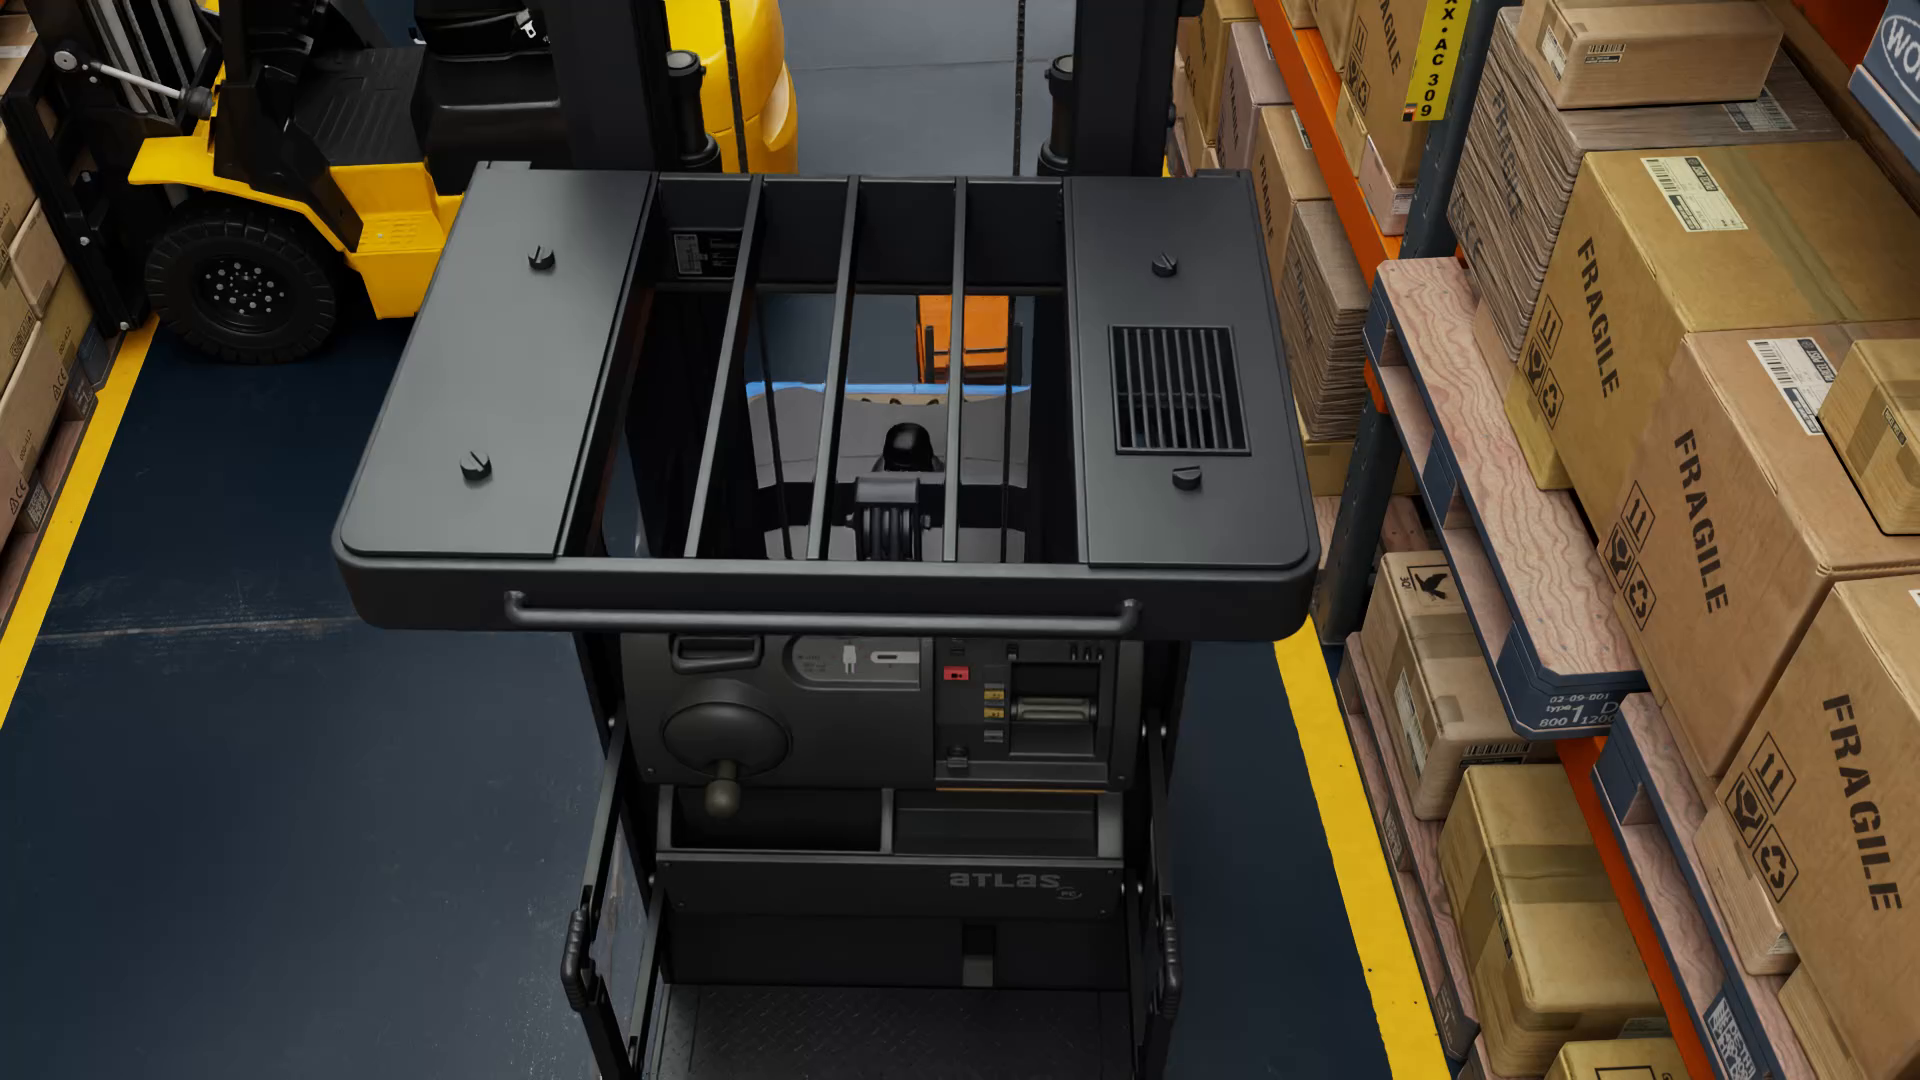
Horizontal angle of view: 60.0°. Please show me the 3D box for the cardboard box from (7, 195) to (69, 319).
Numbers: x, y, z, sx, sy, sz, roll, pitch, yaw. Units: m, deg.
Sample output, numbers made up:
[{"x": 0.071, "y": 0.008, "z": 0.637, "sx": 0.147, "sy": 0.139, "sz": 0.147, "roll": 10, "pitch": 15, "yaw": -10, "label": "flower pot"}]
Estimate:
[{"x": -3.183, "y": -0.950, "z": 5.344, "sx": 0.500, "sy": 0.250, "sz": 0.500, "roll": -4, "pitch": 47, "yaw": -4, "label": "cardboard box"}]

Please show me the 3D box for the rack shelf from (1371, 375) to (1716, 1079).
[{"x": 1.738, "y": 0.908, "z": 2.819, "sx": 1.077, "sy": 0.370, "sz": 4.000, "roll": -3, "pitch": 47, "yaw": -3, "label": "rack shelf"}]

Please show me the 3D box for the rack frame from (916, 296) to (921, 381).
[{"x": -0.003, "y": -0.475, "z": 4.873, "sx": 0.240, "sy": 1.200, "sz": 0.015, "roll": -3, "pitch": 47, "yaw": -3, "label": "rack frame"}]

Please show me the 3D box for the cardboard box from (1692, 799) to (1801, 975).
[{"x": 1.383, "y": 0.520, "z": 2.576, "sx": 0.380, "sy": 0.149, "sz": 0.250, "roll": -2, "pitch": 47, "yaw": -2, "label": "cardboard box"}]

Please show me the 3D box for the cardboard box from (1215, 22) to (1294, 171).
[{"x": 1.165, "y": -1.392, "z": 5.590, "sx": 0.500, "sy": 0.500, "sz": 0.500, "roll": -1, "pitch": 47, "yaw": -1, "label": "cardboard box"}]

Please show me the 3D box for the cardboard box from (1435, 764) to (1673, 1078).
[{"x": 1.681, "y": 0.872, "z": 3.878, "sx": 0.950, "sy": 0.372, "sz": 0.625, "roll": -1, "pitch": 47, "yaw": -1, "label": "cardboard box"}]

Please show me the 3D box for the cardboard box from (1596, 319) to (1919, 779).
[{"x": 1.394, "y": 0.010, "z": 2.611, "sx": 0.500, "sy": 0.500, "sz": 0.500, "roll": -4, "pitch": 47, "yaw": -4, "label": "cardboard box"}]

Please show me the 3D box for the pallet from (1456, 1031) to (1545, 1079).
[{"x": 1.742, "y": 1.621, "z": 3.570, "sx": 1.003, "sy": 0.211, "sz": 1.213, "roll": -3, "pitch": 47, "yaw": -3, "label": "pallet"}]

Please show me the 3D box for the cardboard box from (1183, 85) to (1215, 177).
[{"x": 1.121, "y": -1.515, "z": 6.223, "sx": 0.500, "sy": 0.250, "sz": 0.500, "roll": -1, "pitch": 47, "yaw": -1, "label": "cardboard box"}]

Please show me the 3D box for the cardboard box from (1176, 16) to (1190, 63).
[{"x": 1.078, "y": -2.141, "z": 6.300, "sx": 0.500, "sy": 0.500, "sz": 0.500, "roll": -5, "pitch": 47, "yaw": -5, "label": "cardboard box"}]

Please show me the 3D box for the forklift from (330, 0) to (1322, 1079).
[{"x": -0.141, "y": 0.405, "z": 2.847, "sx": 1.130, "sy": 2.935, "sz": 3.031, "roll": 1, "pitch": 47, "yaw": 1, "label": "forklift"}]

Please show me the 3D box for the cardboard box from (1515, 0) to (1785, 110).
[{"x": 1.258, "y": -0.928, "z": 3.054, "sx": 0.380, "sy": 0.149, "sz": 0.250, "roll": -4, "pitch": 47, "yaw": -3, "label": "cardboard box"}]

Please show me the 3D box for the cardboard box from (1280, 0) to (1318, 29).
[{"x": 1.152, "y": -1.649, "z": 4.918, "sx": 0.380, "sy": 0.149, "sz": 0.250, "roll": -4, "pitch": 47, "yaw": -4, "label": "cardboard box"}]

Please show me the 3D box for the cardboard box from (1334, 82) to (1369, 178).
[{"x": 1.212, "y": -1.094, "z": 4.393, "sx": 0.380, "sy": 0.149, "sz": 0.250, "roll": -3, "pitch": 47, "yaw": -2, "label": "cardboard box"}]

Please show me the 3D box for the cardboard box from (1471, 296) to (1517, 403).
[{"x": 1.302, "y": -0.425, "z": 3.470, "sx": 0.380, "sy": 0.149, "sz": 0.250, "roll": -3, "pitch": 47, "yaw": -3, "label": "cardboard box"}]

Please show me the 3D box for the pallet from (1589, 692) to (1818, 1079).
[{"x": 1.699, "y": 0.744, "z": 2.611, "sx": 1.003, "sy": 0.211, "sz": 1.213, "roll": -3, "pitch": 47, "yaw": -3, "label": "pallet"}]

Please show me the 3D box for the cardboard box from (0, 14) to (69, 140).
[{"x": -3.225, "y": -1.504, "z": 5.524, "sx": 0.500, "sy": 0.250, "sz": 0.500, "roll": -4, "pitch": 47, "yaw": -4, "label": "cardboard box"}]

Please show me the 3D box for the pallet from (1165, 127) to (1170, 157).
[{"x": 1.275, "y": -2.076, "z": 7.071, "sx": 1.003, "sy": 0.211, "sz": 1.213, "roll": -3, "pitch": 47, "yaw": -3, "label": "pallet"}]

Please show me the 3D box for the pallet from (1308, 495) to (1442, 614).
[{"x": 1.479, "y": -0.311, "z": 5.399, "sx": 1.003, "sy": 0.211, "sz": 1.213, "roll": -3, "pitch": 47, "yaw": -3, "label": "pallet"}]

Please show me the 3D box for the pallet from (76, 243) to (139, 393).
[{"x": -3.505, "y": -0.985, "z": 6.038, "sx": 1.003, "sy": 0.211, "sz": 1.213, "roll": -3, "pitch": 47, "yaw": -3, "label": "pallet"}]

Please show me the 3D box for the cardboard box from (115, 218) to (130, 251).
[{"x": -3.225, "y": -1.157, "z": 5.884, "sx": 0.500, "sy": 0.250, "sz": 0.500, "roll": -2, "pitch": 47, "yaw": -2, "label": "cardboard box"}]

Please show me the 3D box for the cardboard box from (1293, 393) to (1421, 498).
[{"x": 1.253, "y": -0.396, "z": 5.164, "sx": 0.500, "sy": 0.250, "sz": 0.500, "roll": -2, "pitch": 47, "yaw": -1, "label": "cardboard box"}]

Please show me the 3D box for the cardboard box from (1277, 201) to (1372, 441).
[{"x": 1.254, "y": -0.655, "z": 4.892, "sx": 0.500, "sy": 0.500, "sz": 0.500, "roll": -4, "pitch": 47, "yaw": -4, "label": "cardboard box"}]

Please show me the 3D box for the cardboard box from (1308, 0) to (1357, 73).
[{"x": 1.236, "y": -1.601, "z": 4.427, "sx": 0.500, "sy": 0.500, "sz": 0.500, "roll": -2, "pitch": 47, "yaw": -2, "label": "cardboard box"}]

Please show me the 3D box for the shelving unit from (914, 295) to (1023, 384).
[{"x": 0.016, "y": -0.298, "z": 4.706, "sx": 0.258, "sy": 1.200, "sz": 0.503, "roll": -3, "pitch": 47, "yaw": -3, "label": "shelving unit"}]

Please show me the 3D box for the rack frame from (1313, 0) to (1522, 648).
[{"x": 1.571, "y": -0.786, "z": 3.928, "sx": 1.000, "sy": 3.000, "sz": 0.127, "roll": -3, "pitch": 47, "yaw": -3, "label": "rack frame"}]

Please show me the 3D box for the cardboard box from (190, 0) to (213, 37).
[{"x": -3.356, "y": -2.254, "z": 6.923, "sx": 0.500, "sy": 0.250, "sz": 0.500, "roll": -3, "pitch": 47, "yaw": -3, "label": "cardboard box"}]

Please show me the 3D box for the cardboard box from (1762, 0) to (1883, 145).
[{"x": 1.838, "y": -0.747, "z": 3.328, "sx": 0.500, "sy": 0.500, "sz": 0.500, "roll": -4, "pitch": 47, "yaw": -4, "label": "cardboard box"}]

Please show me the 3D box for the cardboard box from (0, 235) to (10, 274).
[{"x": -3.136, "y": -0.764, "z": 4.824, "sx": 0.500, "sy": 0.250, "sz": 0.500, "roll": -3, "pitch": 47, "yaw": -3, "label": "cardboard box"}]

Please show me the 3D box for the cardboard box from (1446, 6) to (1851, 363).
[{"x": 1.324, "y": -0.710, "z": 3.294, "sx": 0.500, "sy": 0.500, "sz": 0.500, "roll": -2, "pitch": 47, "yaw": -2, "label": "cardboard box"}]

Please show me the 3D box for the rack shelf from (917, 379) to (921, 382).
[{"x": 0.016, "y": -0.252, "z": 4.755, "sx": 0.258, "sy": 0.148, "sz": 0.480, "roll": -3, "pitch": 47, "yaw": -3, "label": "rack shelf"}]

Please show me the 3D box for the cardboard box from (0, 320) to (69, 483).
[{"x": -3.144, "y": -0.417, "z": 5.184, "sx": 0.500, "sy": 0.250, "sz": 0.500, "roll": -4, "pitch": 47, "yaw": -4, "label": "cardboard box"}]

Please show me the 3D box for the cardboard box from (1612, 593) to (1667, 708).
[{"x": 1.394, "y": 0.145, "z": 2.930, "sx": 0.380, "sy": 0.149, "sz": 0.250, "roll": -3, "pitch": 47, "yaw": -3, "label": "cardboard box"}]

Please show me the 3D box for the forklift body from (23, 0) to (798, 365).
[{"x": -1.734, "y": -1.823, "z": 5.495, "sx": 2.313, "sy": 2.155, "sz": 1.214, "roll": -3, "pitch": 47, "yaw": -3, "label": "forklift body"}]
